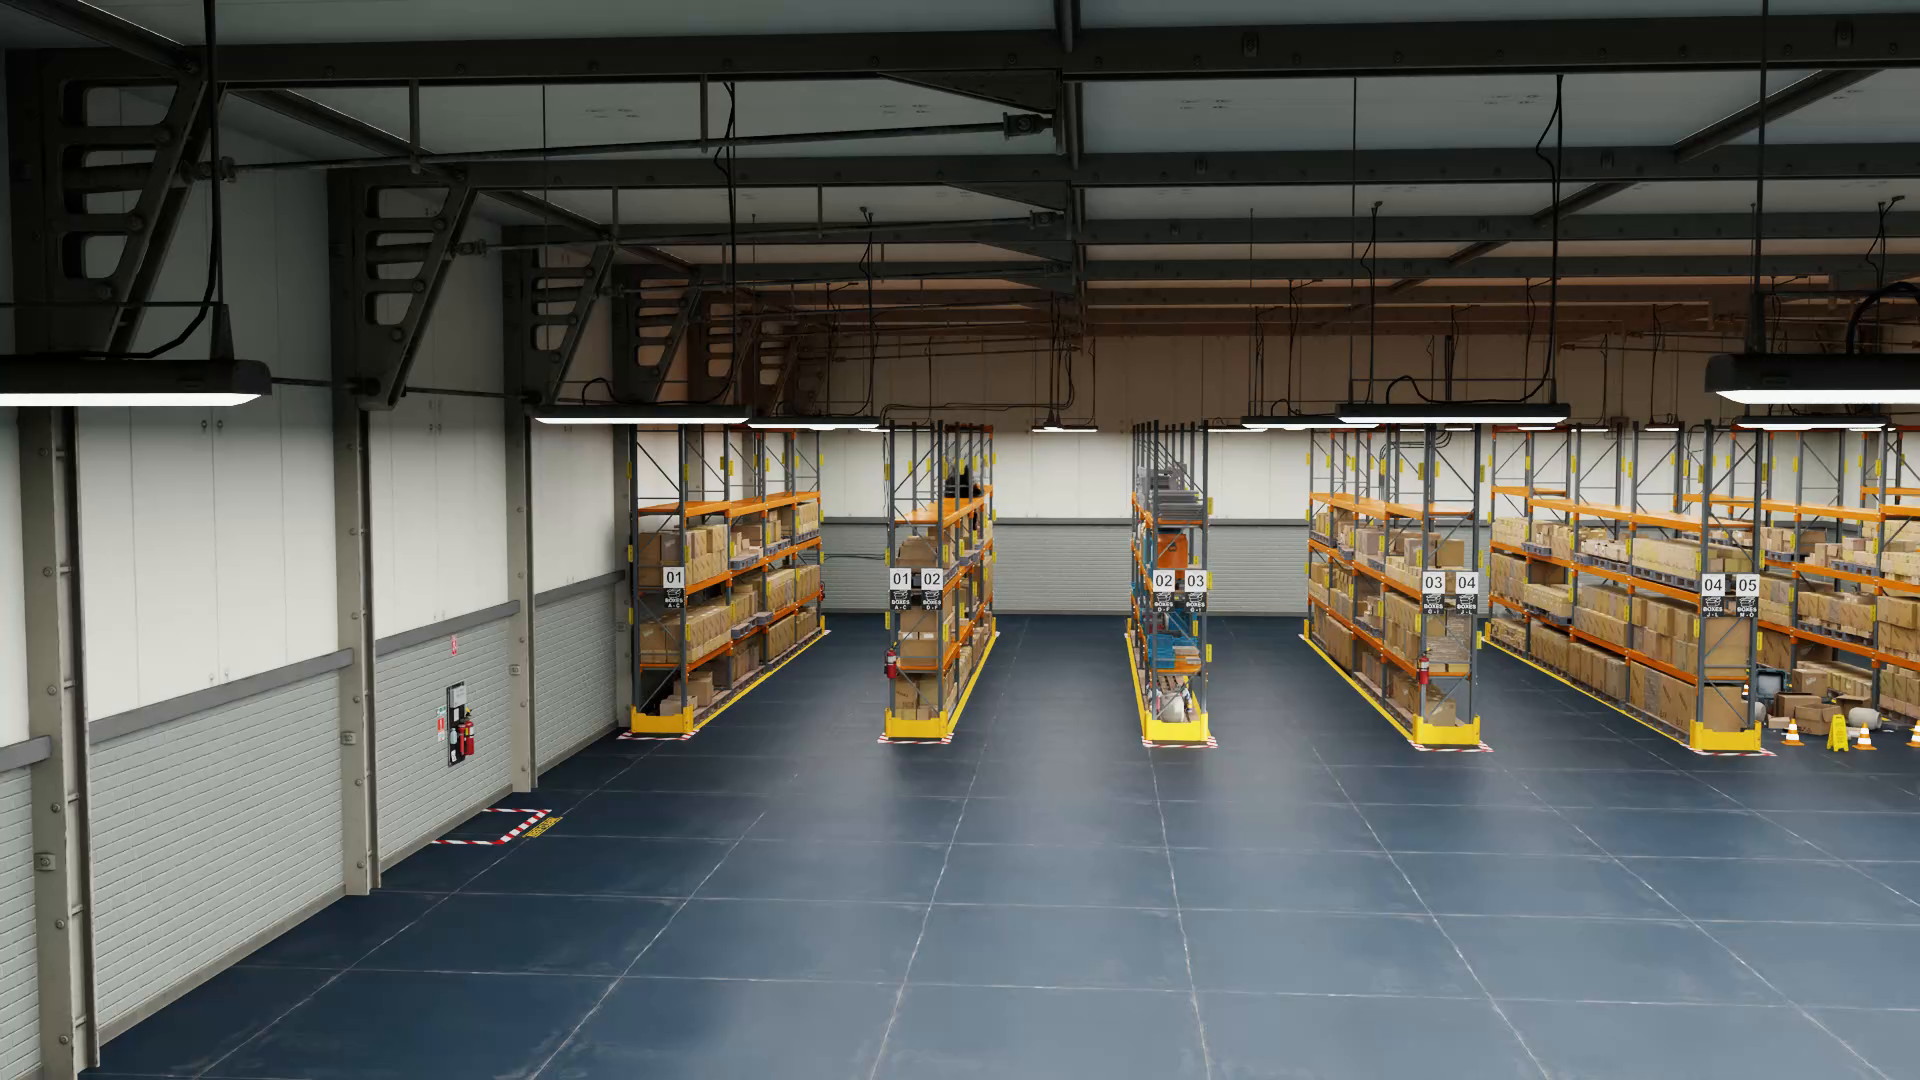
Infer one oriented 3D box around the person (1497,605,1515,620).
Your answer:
[{"bbox_3d":[15.657,1.843,47.582,0.788,1.757,0.789,2,4,27],"label":"person"}]
